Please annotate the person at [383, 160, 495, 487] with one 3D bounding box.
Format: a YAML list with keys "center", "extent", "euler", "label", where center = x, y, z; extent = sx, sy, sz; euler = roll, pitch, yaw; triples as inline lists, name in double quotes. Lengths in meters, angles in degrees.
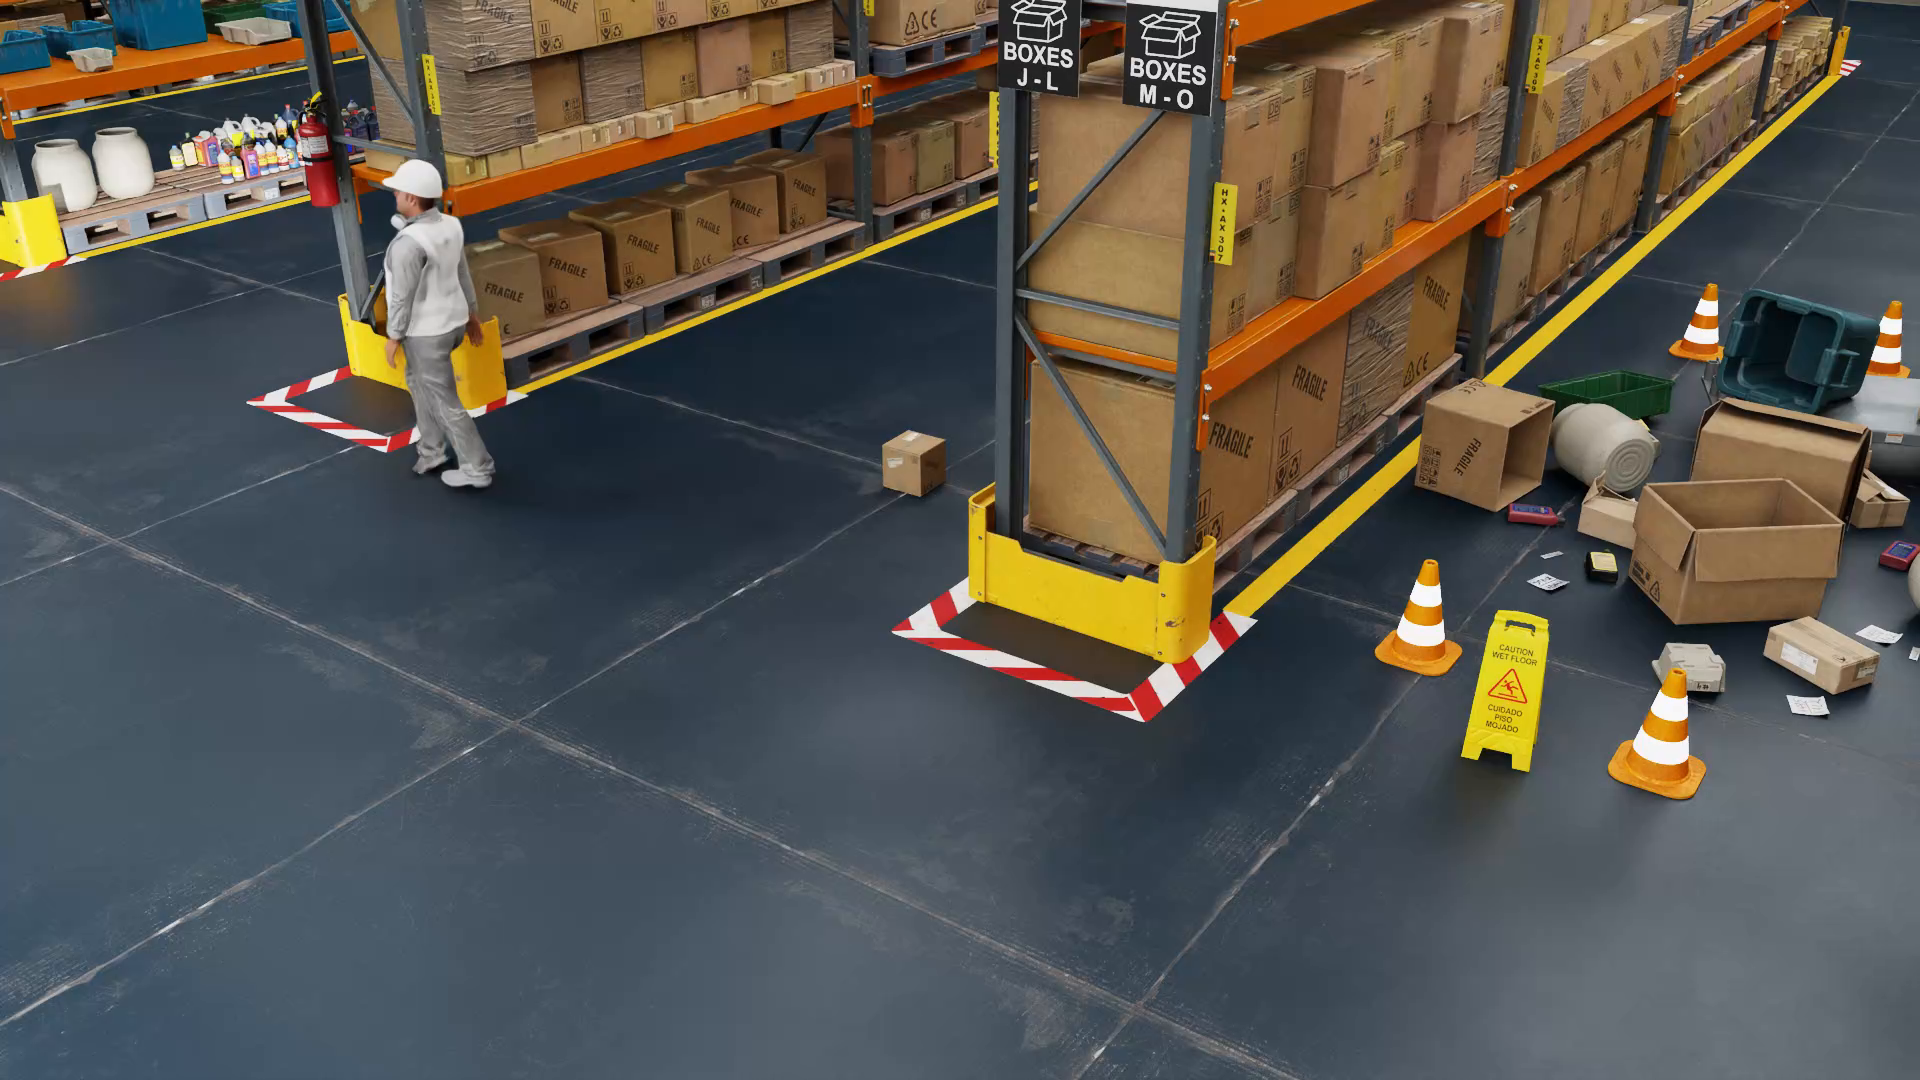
- center: [-2.820, -1.092, 8.791]
  extent: [0.621, 1.836, 0.570]
  euler: [6, 27, 11]
  label: "person"
